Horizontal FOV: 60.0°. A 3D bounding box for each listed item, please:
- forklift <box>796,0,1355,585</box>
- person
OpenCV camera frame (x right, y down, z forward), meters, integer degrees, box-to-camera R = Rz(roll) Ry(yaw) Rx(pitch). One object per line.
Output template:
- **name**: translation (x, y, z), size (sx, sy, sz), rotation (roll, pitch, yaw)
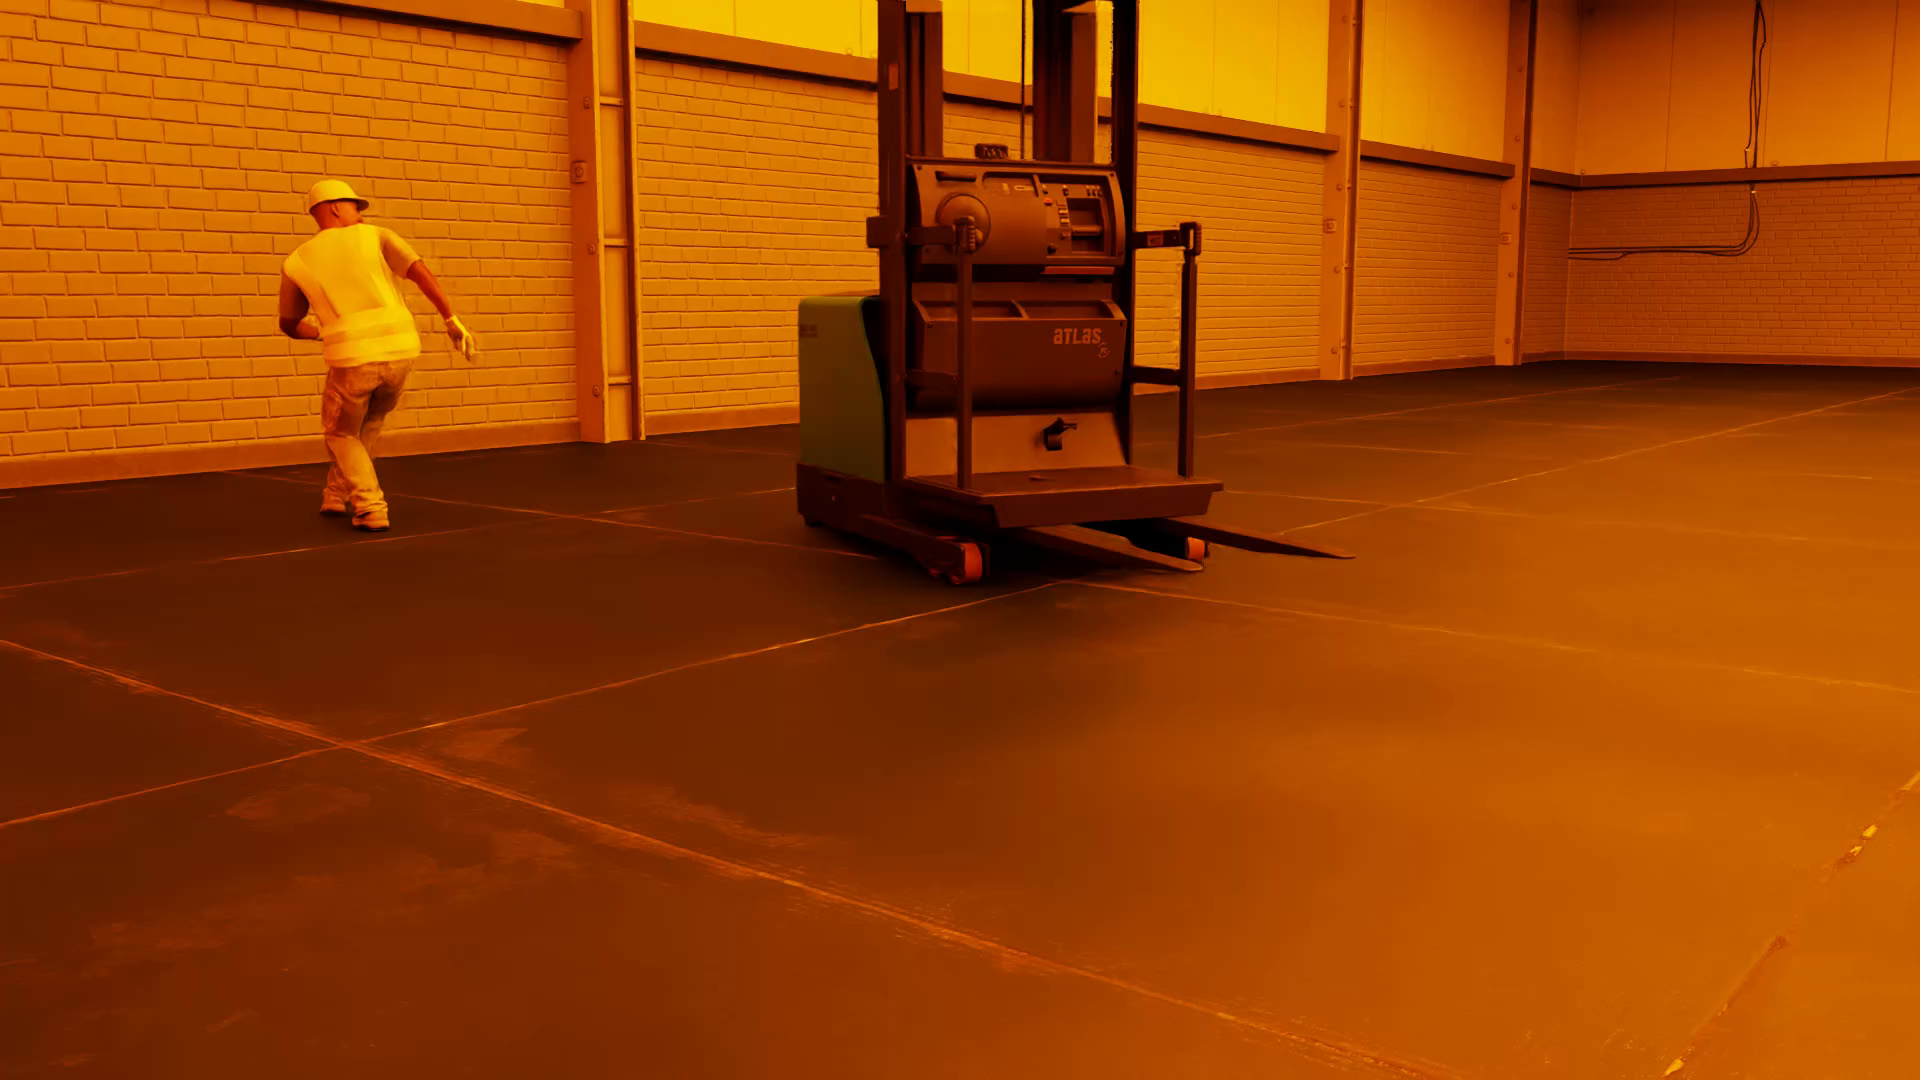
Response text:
- **forklift**: translation (0.342, -1.352, 6.521), size (1.130, 2.935, 3.031), rotation (-4, 9, -26)
- **person**: translation (-2.805, -0.894, 7.940), size (0.807, 1.613, 0.810), rotation (-4, 9, -27)
